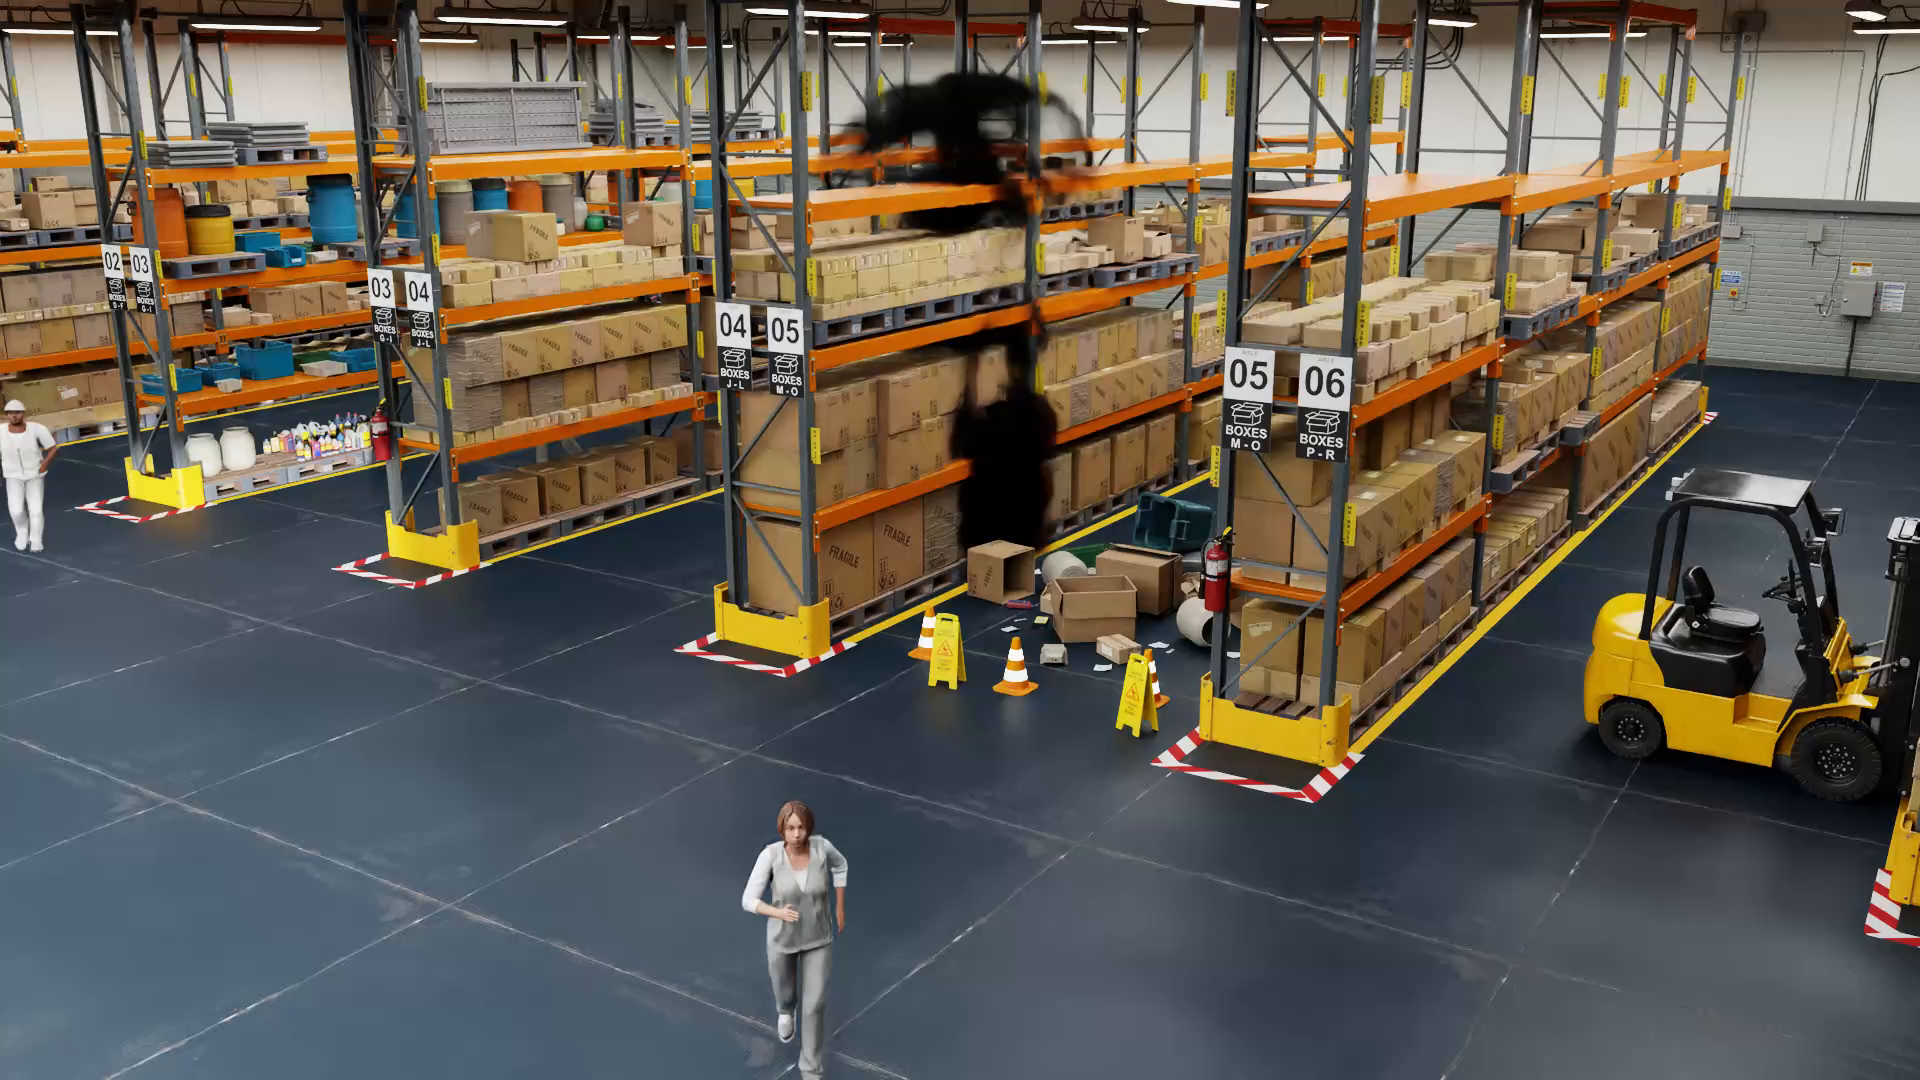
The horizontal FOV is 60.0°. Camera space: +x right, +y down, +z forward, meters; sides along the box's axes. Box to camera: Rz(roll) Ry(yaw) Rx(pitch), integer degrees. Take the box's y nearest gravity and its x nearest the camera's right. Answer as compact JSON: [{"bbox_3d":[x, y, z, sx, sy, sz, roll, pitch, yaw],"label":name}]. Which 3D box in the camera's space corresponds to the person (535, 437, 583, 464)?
[{"bbox_3d":[-5.301,-1.593,21.830,0.589,1.698,0.847,9,18,28],"label":"person"}]

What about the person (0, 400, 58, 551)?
[{"bbox_3d":[-10.396,-0.702,18.496,0.705,1.726,0.582,-8,17,-26],"label":"person"}]

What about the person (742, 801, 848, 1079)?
[{"bbox_3d":[-0.845,2.084,8.664,0.565,1.597,0.859,-3,16,-10],"label":"person"}]
